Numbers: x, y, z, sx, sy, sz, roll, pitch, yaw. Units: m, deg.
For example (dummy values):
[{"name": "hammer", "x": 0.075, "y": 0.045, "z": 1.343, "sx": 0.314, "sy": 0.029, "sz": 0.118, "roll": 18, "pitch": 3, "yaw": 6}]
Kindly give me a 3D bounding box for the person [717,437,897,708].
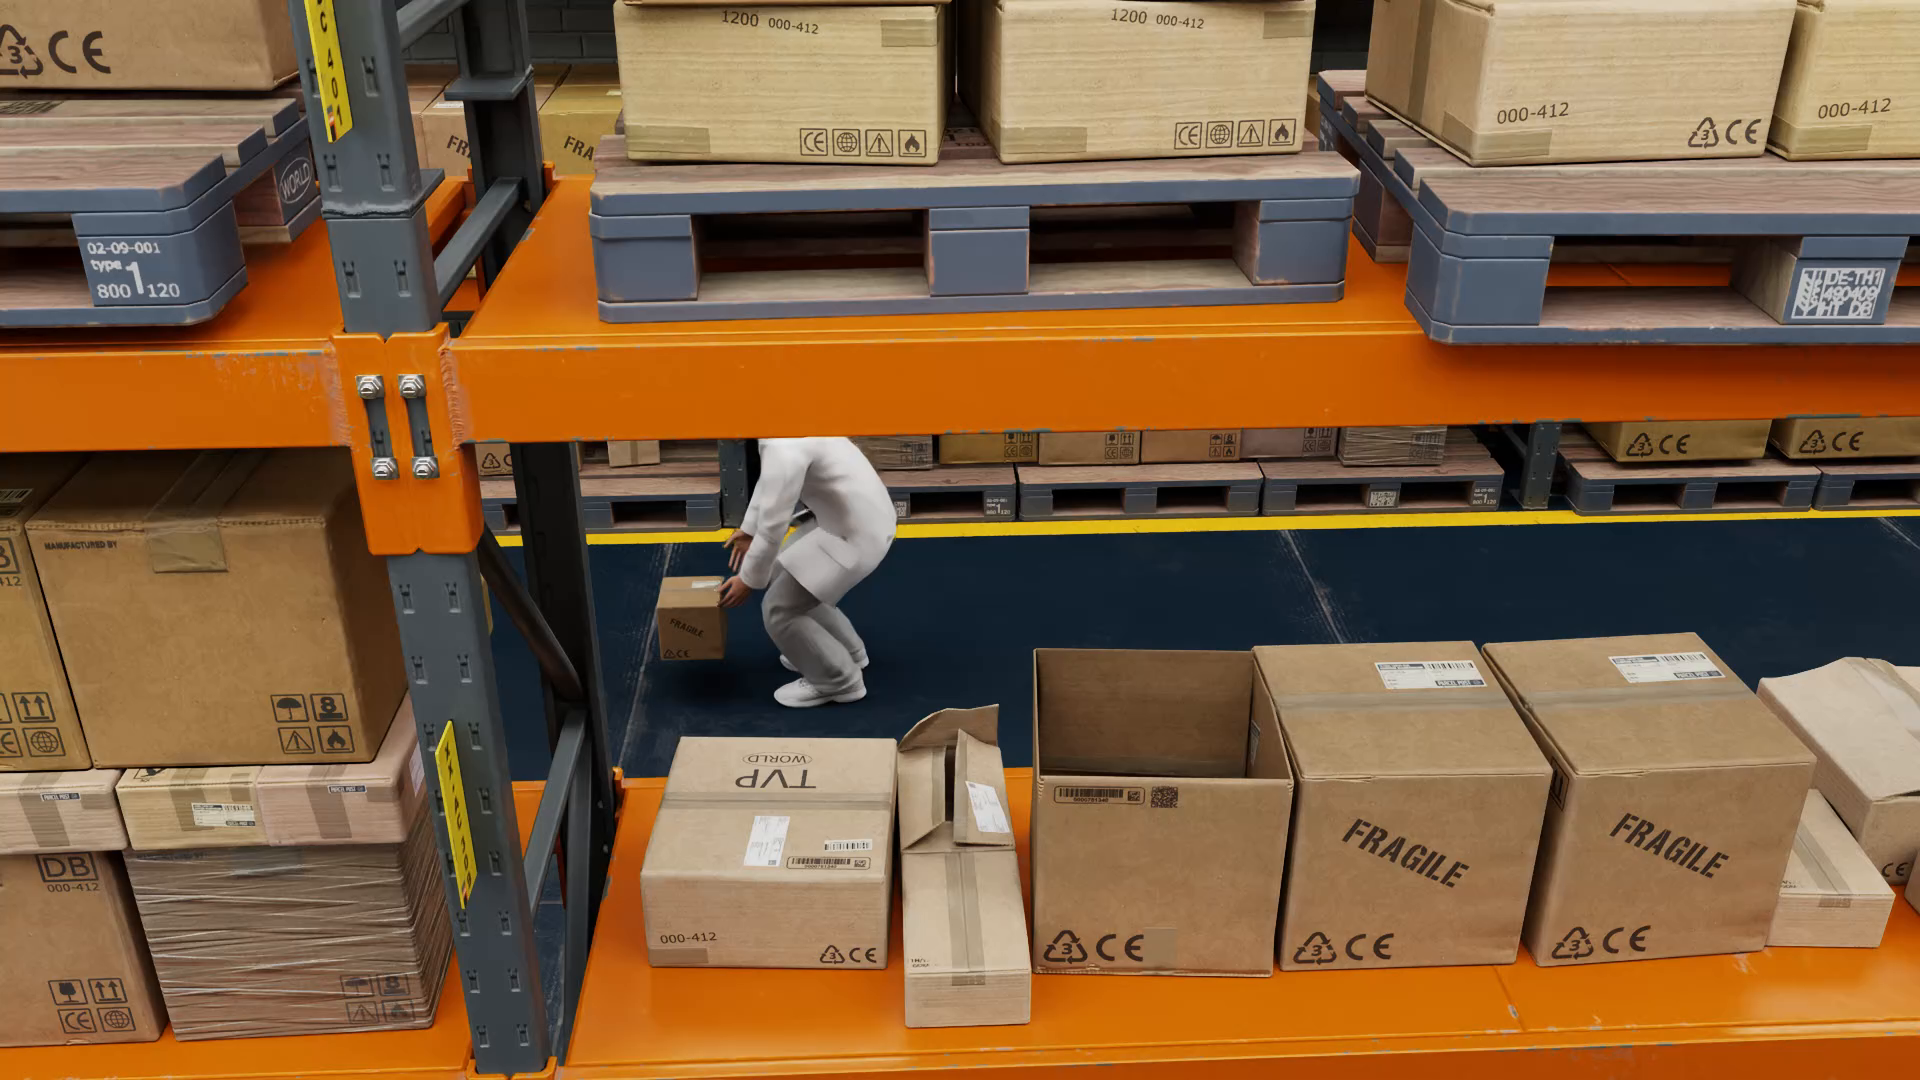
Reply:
[{"name": "person", "x": -0.615, "y": -0.007, "z": 6.580, "sx": 0.734, "sy": 1.388, "sz": 0.622, "roll": -1, "pitch": 27, "yaw": -3}]
